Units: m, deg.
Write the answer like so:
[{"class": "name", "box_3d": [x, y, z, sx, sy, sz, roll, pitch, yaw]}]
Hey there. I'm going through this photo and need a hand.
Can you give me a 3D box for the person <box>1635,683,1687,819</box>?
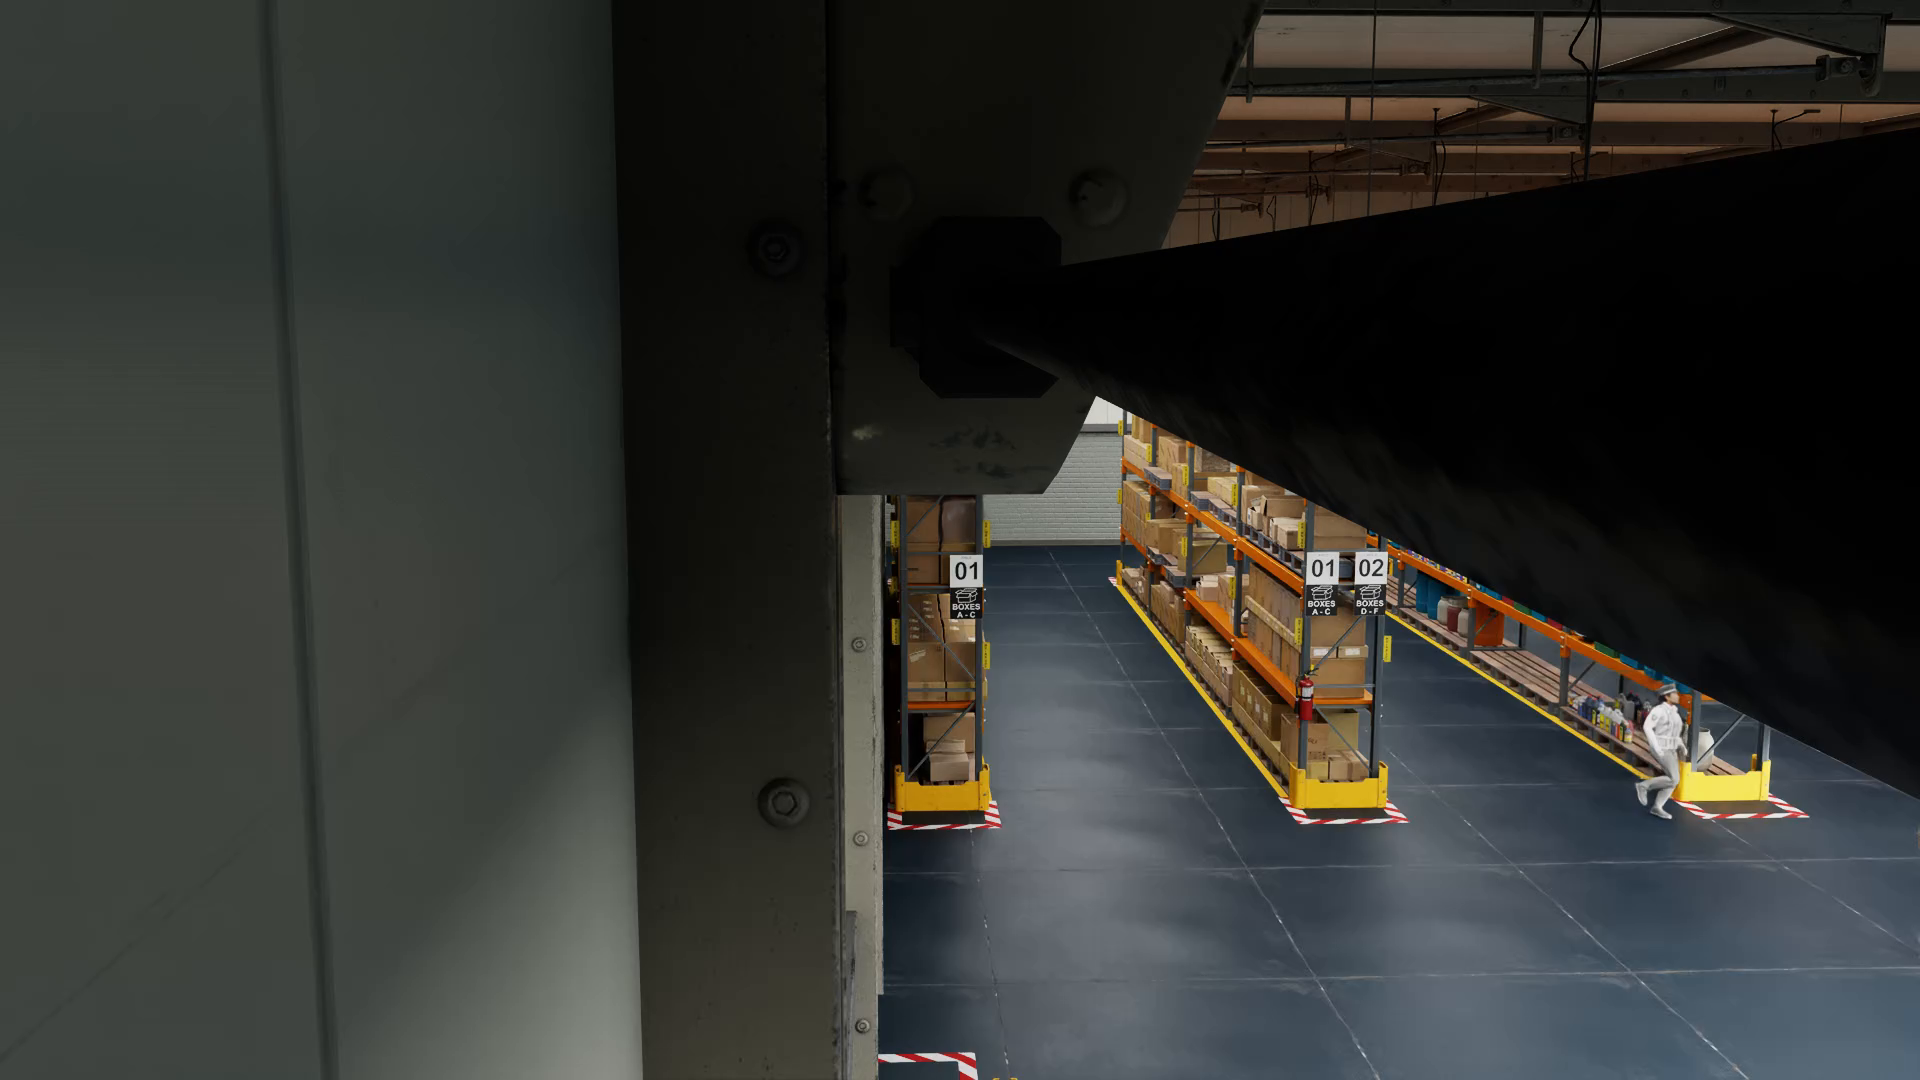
[{"class": "person", "box_3d": [8.628, 2.543, 20.344, 0.635, 1.624, 0.510, -8, 12, -43]}]
